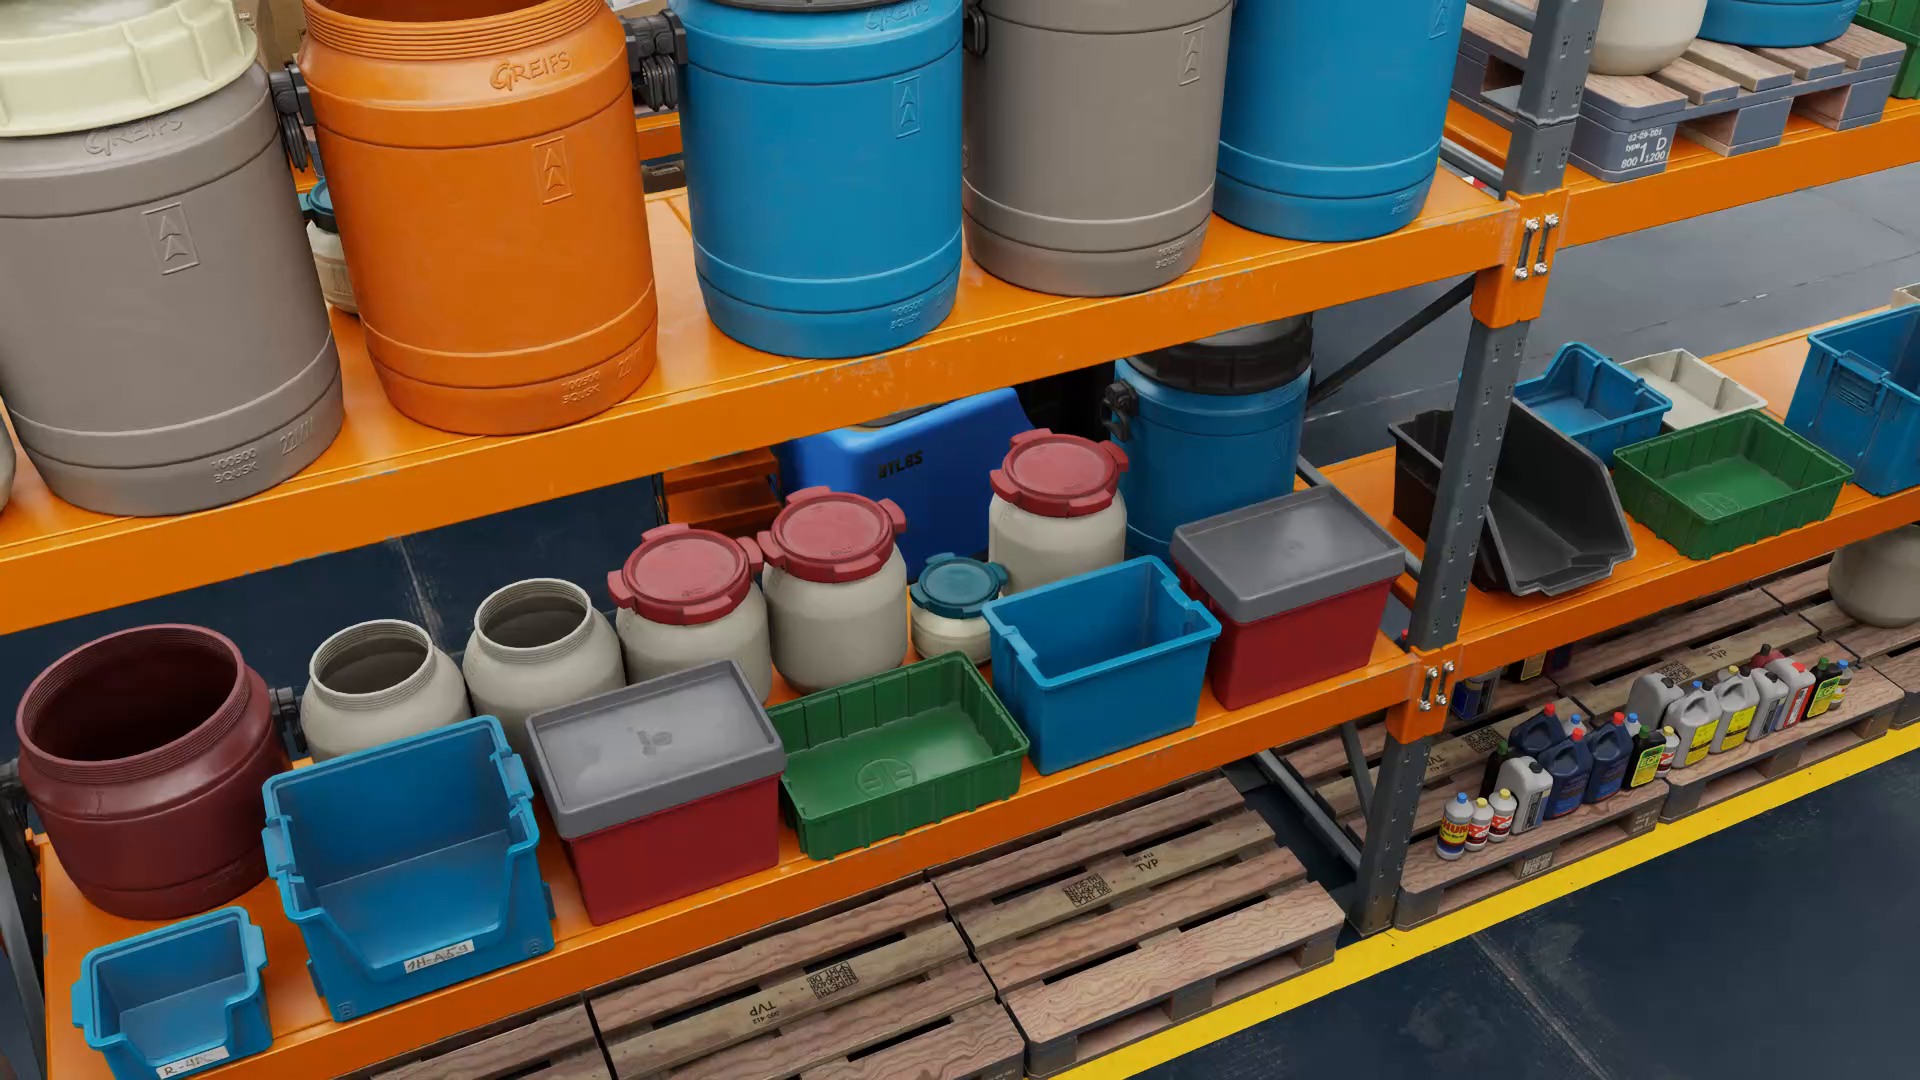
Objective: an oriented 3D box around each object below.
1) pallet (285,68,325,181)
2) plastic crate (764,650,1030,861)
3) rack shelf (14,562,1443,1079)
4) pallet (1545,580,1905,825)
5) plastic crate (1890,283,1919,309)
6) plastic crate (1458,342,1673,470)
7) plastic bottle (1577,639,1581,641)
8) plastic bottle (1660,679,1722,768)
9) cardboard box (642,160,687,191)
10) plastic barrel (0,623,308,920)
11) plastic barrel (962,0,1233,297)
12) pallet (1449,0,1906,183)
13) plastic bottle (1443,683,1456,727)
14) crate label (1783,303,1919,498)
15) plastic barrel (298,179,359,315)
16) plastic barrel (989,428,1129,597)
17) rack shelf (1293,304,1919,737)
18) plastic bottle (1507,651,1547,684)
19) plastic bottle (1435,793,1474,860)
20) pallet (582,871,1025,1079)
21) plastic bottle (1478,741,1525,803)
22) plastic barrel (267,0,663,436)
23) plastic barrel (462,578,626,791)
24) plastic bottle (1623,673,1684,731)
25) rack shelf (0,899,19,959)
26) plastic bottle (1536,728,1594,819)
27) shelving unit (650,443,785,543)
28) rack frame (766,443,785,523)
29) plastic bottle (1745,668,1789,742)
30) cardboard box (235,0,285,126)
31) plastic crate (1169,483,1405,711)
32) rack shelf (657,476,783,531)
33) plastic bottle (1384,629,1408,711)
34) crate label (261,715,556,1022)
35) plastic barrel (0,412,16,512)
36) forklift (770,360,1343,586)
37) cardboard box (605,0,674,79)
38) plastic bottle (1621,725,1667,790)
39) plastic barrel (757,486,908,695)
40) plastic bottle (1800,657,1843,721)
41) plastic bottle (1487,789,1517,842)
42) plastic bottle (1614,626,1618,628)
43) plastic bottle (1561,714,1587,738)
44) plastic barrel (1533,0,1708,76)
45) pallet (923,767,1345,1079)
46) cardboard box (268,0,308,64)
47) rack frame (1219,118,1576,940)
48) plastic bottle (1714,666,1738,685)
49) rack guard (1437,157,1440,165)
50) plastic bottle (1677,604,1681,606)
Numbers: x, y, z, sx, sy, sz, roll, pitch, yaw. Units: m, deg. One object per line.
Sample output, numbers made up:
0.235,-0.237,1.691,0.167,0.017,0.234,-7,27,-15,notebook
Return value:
-2.692,-2.188,8.343,1.213,0.211,1.003,-16,39,-20,pallet
-0.198,0.595,4.608,0.662,0.188,0.450,-16,39,-20,plastic crate
-0.552,0.712,4.877,4.000,0.370,1.077,-16,39,-20,rack shelf
2.990,0.578,6.794,1.213,0.211,1.003,-16,39,-20,pallet
3.933,-0.937,6.717,0.250,0.136,0.298,-16,39,-20,plastic crate
2.145,-0.450,5.964,0.616,0.251,0.499,-16,39,-20,plastic crate
2.522,0.277,6.779,0.097,0.271,0.097,0,37,0,plastic bottle
2.721,0.668,6.186,0.185,0.351,0.144,-16,39,-20,plastic bottle
-1.411,-1.784,9.366,0.500,0.500,0.700,-19,40,-23,cardboard box
-2.071,0.593,4.318,0.708,0.536,0.600,-16,39,-20,plastic barrel
0.298,-1.078,3.747,0.600,0.901,0.600,0,37,0,plastic barrel
1.870,-1.448,4.825,1.003,0.211,1.213,-16,39,-20,pallet
1.780,0.563,6.327,0.185,0.351,0.144,-16,39,-20,plastic bottle
3.328,-0.499,5.875,0.616,0.435,0.502,-16,39,-20,crate label
-1.310,-0.668,3.731,0.301,0.262,0.301,0,37,0,plastic barrel
0.299,-0.014,5.137,0.433,0.535,0.433,0,37,0,plastic barrel
3.069,-0.301,6.242,4.000,0.370,1.077,-16,39,-20,rack shelf
2.252,0.431,6.562,0.133,0.283,0.061,-16,39,-20,plastic bottle
1.733,0.991,5.817,0.097,0.271,0.097,0,37,0,plastic bottle
-0.542,1.567,5.460,1.213,0.211,1.003,-16,39,-20,pallet
1.969,0.833,6.020,0.133,0.283,0.061,-16,39,-20,plastic bottle
-0.935,-0.705,3.304,0.708,0.830,0.600,-16,39,-20,plastic barrel
-1.141,0.402,4.597,0.421,0.512,0.421,0,37,0,plastic barrel
2.636,0.624,6.308,0.135,0.276,0.152,-16,39,-20,plastic bottle
-4.173,1.724,3.512,4.000,0.370,1.077,-16,39,-20,rack shelf
2.166,0.823,5.977,0.185,0.351,0.144,-15,39,-19,plastic bottle
-1.011,-0.168,6.969,0.503,1.200,0.258,-13,38,-17,shelving unit
-0.783,-0.220,7.039,0.015,1.200,0.240,-13,38,-17,rack frame
3.038,0.607,6.331,0.135,0.276,0.152,-17,40,-21,plastic bottle
-3.532,-2.305,7.903,0.500,0.500,0.700,-10,38,-13,cardboard box
0.950,0.178,4.938,0.583,0.464,0.402,-16,39,-20,plastic crate
-1.011,-0.114,7.009,0.480,0.148,0.258,-13,38,-17,rack shelf
1.719,0.485,6.432,0.185,0.351,0.144,-17,40,-21,plastic bottle
-1.348,0.809,4.112,0.616,0.435,0.502,-16,39,-20,crate label
-1.951,-0.234,2.936,0.421,0.512,0.421,0,37,0,plastic barrel
0.519,-1.429,7.216,3.031,2.935,1.130,-23,42,-28,forklift
-1.625,-3.039,8.473,1.000,1.000,1.000,-15,39,-20,cardboard box
2.504,0.783,6.087,0.133,0.283,0.061,-14,39,-18,plastic bottle
-0.365,0.171,4.887,0.433,0.535,0.433,0,37,0,plastic barrel
3.305,0.559,6.389,0.133,0.283,0.061,-15,39,-19,plastic bottle
1.917,0.968,5.907,0.097,0.201,0.097,0,37,0,plastic bottle
2.705,0.226,6.848,0.097,0.271,0.097,0,37,0,plastic bottle
2.246,0.753,6.138,0.097,0.271,0.097,0,37,0,plastic bottle
1.732,-1.505,4.297,0.421,0.512,0.421,0,37,0,plastic barrel
0.564,1.256,5.879,1.213,0.211,1.003,-16,39,-20,pallet
-5.103,-4.036,12.210,0.750,0.750,1.050,-15,39,-19,cardboard box
1.259,-0.084,5.345,0.127,3.000,1.000,-16,39,-20,rack frame
2.968,0.574,6.438,0.097,0.201,0.097,0,37,0,plastic bottle
2.706,-2.744,11.030,0.348,0.500,1.175,-16,39,-20,rack guard
3.012,0.168,6.985,0.097,0.201,0.097,0,37,0,plastic bottle
